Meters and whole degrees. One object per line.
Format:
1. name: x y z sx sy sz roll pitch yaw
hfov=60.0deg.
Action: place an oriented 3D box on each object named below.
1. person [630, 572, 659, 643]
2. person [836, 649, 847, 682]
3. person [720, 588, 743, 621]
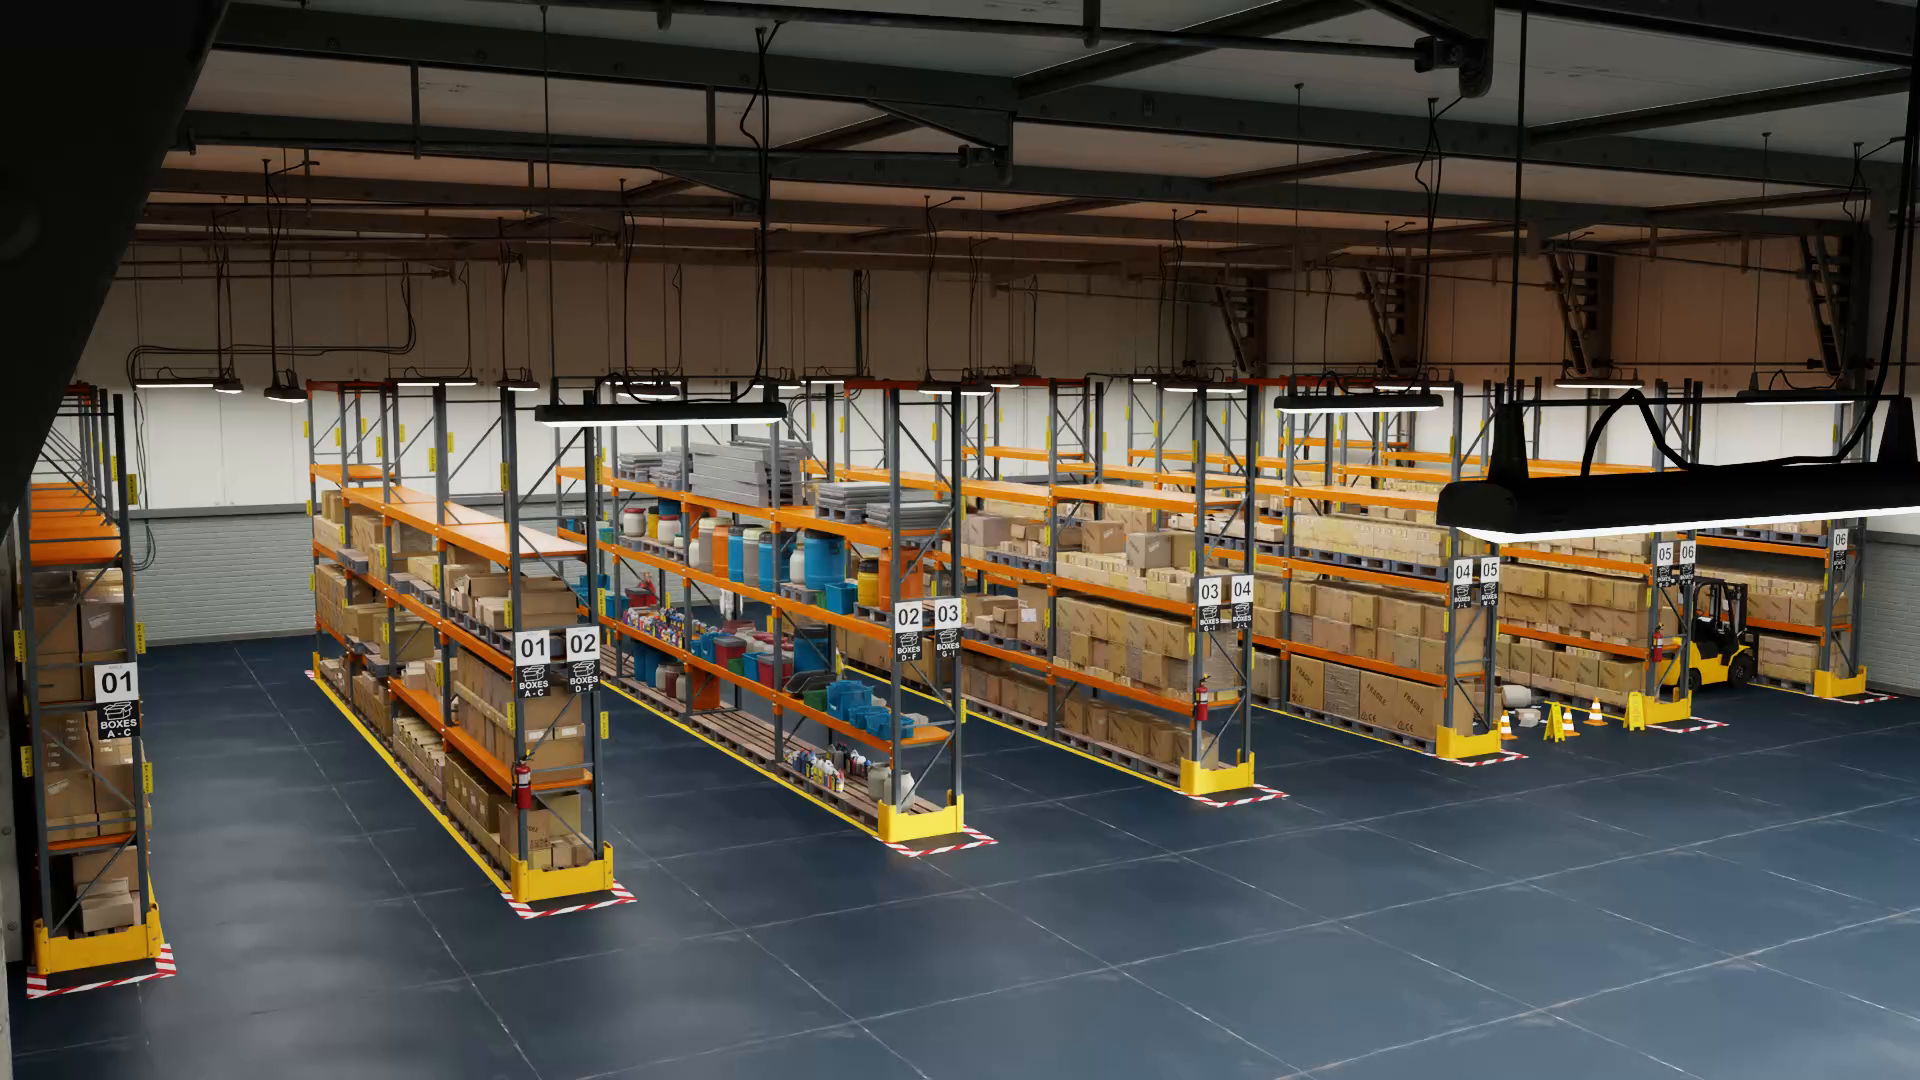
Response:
1. person: -6.907 1.535 37.200 1.059 1.659 0.663 3 7 27
2. person: -2.214 2.422 28.967 0.471 1.592 0.444 1 6 10
3. person: -5.143 1.524 37.391 0.528 1.647 0.782 -2 6 -14
